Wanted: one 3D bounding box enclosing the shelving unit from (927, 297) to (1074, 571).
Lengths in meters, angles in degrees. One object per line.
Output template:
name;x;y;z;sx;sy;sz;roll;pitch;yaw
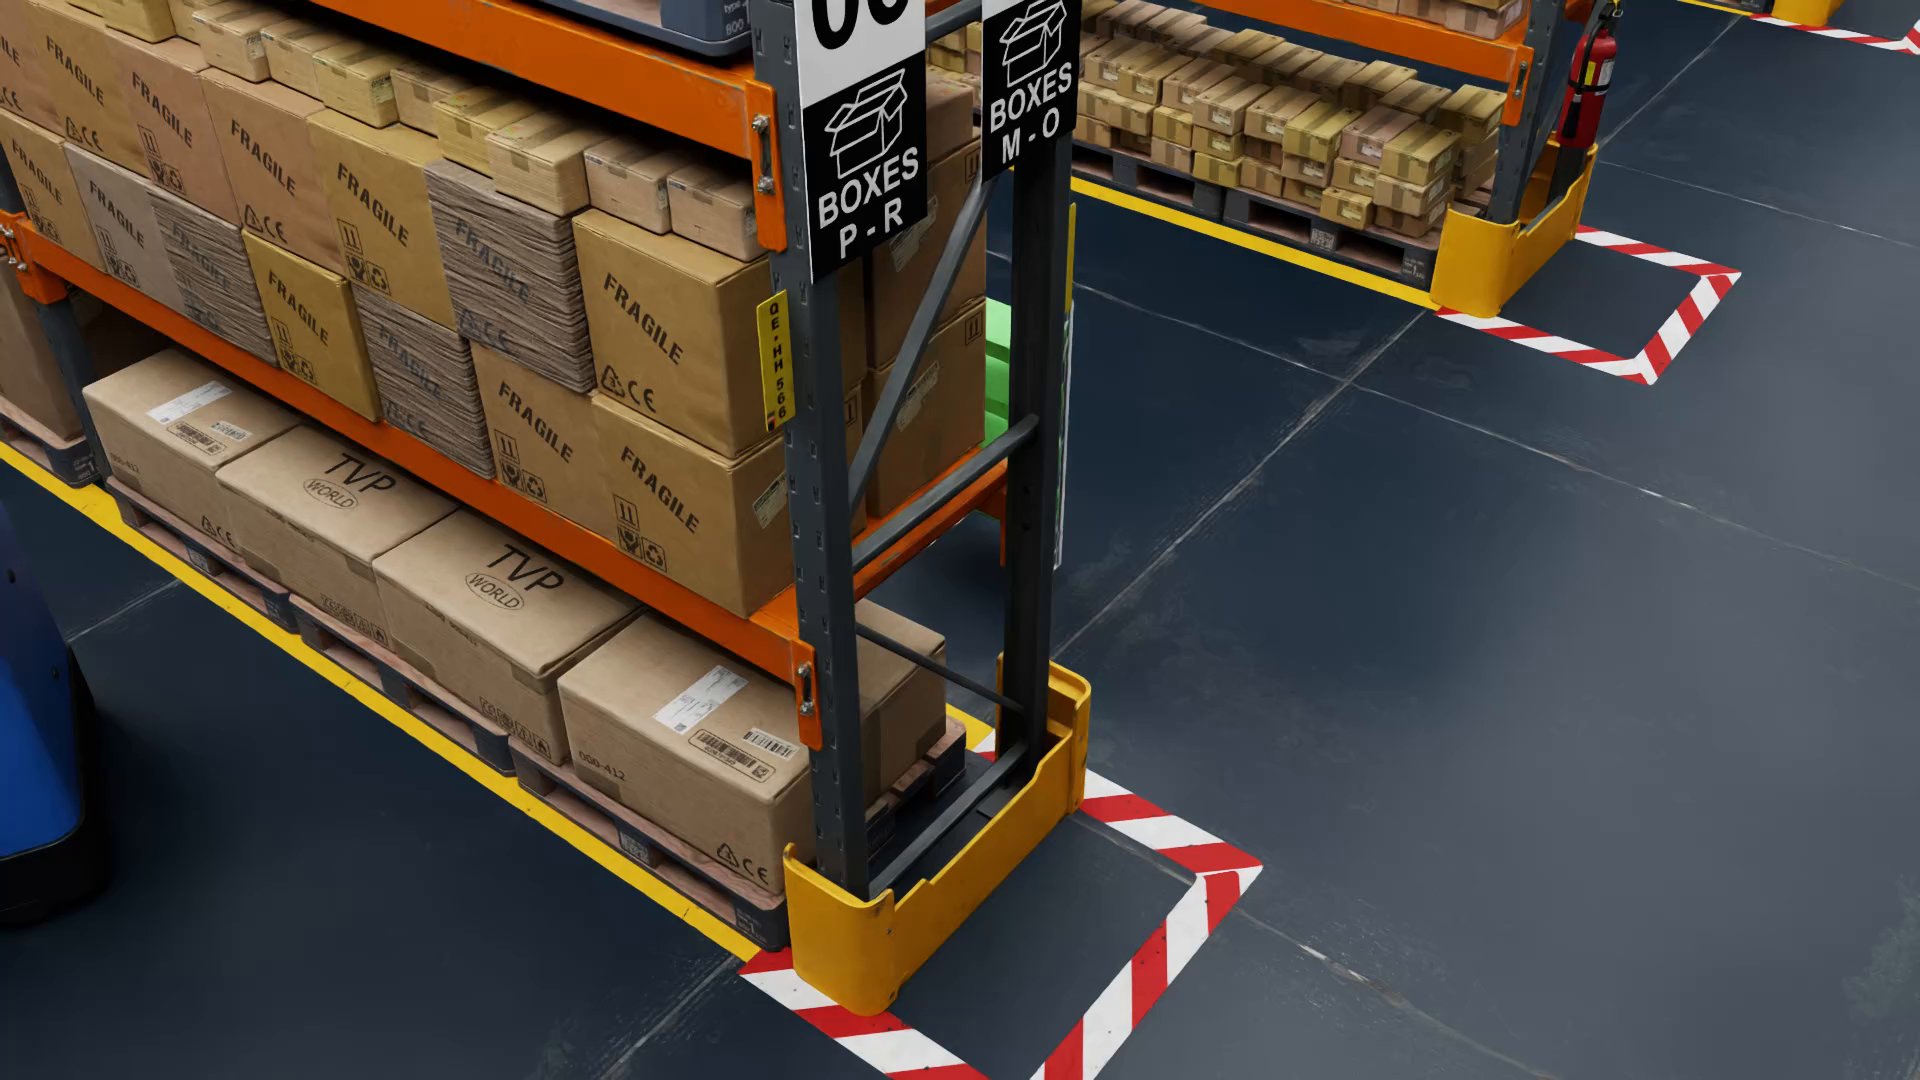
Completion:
shelving unit;0.131;-0.410;6.301;0.503;1.200;0.258;25;45;29

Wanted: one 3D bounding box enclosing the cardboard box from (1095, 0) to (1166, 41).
cardboard box;0.986;-2.980;9.612;0.250;0.149;0.380;23;44;27

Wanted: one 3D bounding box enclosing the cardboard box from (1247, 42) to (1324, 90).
cardboard box;1.777;-2.570;9.089;0.250;0.149;0.380;27;45;30

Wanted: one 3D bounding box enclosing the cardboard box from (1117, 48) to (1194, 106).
cardboard box;1.059;-2.515;9.019;0.250;0.149;0.380;25;45;29

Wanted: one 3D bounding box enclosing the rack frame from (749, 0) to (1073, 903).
rack frame;-0.064;-0.107;4.453;0.127;3.000;1.000;25;45;29

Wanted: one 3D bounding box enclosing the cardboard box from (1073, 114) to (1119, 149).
cardboard box;0.835;-2.349;9.290;0.250;0.149;0.380;24;44;27

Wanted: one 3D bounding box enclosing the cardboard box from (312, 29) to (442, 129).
cardboard box;-1.518;-1.283;4.536;0.250;0.149;0.380;26;45;30

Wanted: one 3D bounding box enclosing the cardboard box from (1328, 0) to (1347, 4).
cardboard box;1.832;-2.735;8.014;0.250;0.149;0.380;27;45;30

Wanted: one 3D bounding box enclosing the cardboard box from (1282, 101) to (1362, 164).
cardboard box;1.841;-2.077;8.458;0.250;0.149;0.380;24;44;28

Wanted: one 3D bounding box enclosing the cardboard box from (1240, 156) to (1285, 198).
cardboard box;1.691;-1.980;8.818;0.250;0.149;0.380;26;45;29

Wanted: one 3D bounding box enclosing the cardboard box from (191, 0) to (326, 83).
cardboard box;-1.950;-1.468;4.774;0.250;0.149;0.380;25;45;29

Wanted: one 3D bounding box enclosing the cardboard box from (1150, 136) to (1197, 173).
cardboard box;1.245;-2.157;9.044;0.250;0.149;0.380;26;45;29

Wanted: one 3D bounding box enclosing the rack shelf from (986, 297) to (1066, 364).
rack shelf;0.131;-0.738;6.044;0.480;0.148;0.258;25;45;29

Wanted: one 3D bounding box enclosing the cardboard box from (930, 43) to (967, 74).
cardboard box;0.035;-2.883;9.730;0.250;0.149;0.380;26;45;29

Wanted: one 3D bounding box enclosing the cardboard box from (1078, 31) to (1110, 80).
cardboard box;0.621;-2.688;9.240;0.250;0.149;0.380;26;45;29

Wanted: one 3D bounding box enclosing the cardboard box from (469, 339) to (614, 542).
cardboard box;-0.997;-0.392;4.737;0.500;0.500;0.500;24;44;28

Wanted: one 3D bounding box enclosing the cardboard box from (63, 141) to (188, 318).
cardboard box;-2.630;-1.150;5.704;0.500;0.500;0.500;26;45;29

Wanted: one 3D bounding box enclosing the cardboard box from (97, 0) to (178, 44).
cardboard box;-2.352;-1.648;5.003;0.250;0.149;0.380;24;44;27

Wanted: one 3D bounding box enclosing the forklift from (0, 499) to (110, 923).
forklift;-4.265;0.105;4.238;3.031;2.935;1.130;-16;41;-20

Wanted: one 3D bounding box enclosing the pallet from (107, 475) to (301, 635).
pallet;-2.685;-0.184;6.813;1.213;0.211;1.003;25;45;29

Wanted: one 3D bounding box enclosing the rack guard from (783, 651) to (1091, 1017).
rack guard;-0.045;0.887;5.212;0.348;0.500;1.175;25;45;29

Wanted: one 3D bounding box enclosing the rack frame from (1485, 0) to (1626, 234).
rack frame;2.863;-2.568;7.597;0.127;3.000;1.000;25;45;29

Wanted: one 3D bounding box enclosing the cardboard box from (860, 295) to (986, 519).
cardboard box;-0.271;-0.466;4.831;0.500;0.500;0.500;25;44;28

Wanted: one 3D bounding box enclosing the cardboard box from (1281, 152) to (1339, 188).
cardboard box;1.857;-1.980;8.576;0.250;0.149;0.380;23;44;27

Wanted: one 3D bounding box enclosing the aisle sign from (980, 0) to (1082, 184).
aisle sign;0.169;-1.245;3.799;0.004;0.787;0.394;25;45;29

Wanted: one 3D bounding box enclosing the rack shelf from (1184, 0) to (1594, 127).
rack shelf;1.275;-3.034;8.776;4.000;0.370;1.077;25;45;29

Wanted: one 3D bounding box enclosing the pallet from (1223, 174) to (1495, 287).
pallet;2.179;-1.820;8.904;1.213;0.211;1.003;25;45;29

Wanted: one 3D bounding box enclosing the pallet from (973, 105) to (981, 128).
pallet;0.241;-2.734;10.071;1.213;0.211;1.003;25;45;29

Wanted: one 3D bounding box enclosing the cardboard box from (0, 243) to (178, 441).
cardboard box;-3.782;-1.127;7.138;0.875;0.875;0.875;27;45;30

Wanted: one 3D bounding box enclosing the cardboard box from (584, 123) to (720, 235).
cardboard box;-0.687;-0.915;4.067;0.250;0.149;0.380;26;45;29

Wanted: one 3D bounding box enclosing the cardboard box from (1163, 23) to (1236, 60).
cardboard box;1.338;-2.738;9.304;0.250;0.149;0.380;25;45;29

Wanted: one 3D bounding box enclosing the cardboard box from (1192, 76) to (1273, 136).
cardboard box;1.427;-2.278;8.716;0.250;0.149;0.380;27;45;30

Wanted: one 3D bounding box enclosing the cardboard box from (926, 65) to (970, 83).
cardboard box;-0.009;-2.716;9.758;0.250;0.149;0.380;27;45;30

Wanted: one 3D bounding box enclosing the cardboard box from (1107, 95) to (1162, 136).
cardboard box;1.010;-2.362;9.065;0.250;0.149;0.380;26;45;29

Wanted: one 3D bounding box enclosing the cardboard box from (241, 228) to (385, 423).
cardboard box;-1.830;-0.767;5.216;0.500;0.500;0.500;27;45;30

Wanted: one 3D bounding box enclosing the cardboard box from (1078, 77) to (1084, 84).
cardboard box;0.667;-2.592;9.359;0.250;0.149;0.380;27;46;30

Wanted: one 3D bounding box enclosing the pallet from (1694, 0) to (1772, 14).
pallet;5.274;-4.122;11.844;1.213;0.211;1.003;25;45;29

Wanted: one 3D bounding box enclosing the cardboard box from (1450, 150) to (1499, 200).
cardboard box;2.641;-1.964;8.797;0.250;0.149;0.380;26;45;29

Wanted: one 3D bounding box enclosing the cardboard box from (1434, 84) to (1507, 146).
cardboard box;2.653;-2.208;8.626;0.250;0.149;0.380;23;44;27

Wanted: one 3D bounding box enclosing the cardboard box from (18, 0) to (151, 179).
cardboard box;-2.613;-1.549;5.403;0.500;0.500;0.500;25;44;28

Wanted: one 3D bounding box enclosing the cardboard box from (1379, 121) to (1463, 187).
cardboard box;2.289;-1.920;8.258;0.250;0.149;0.380;26;45;29

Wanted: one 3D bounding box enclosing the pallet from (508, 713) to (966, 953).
pallet;-0.747;0.730;5.646;1.213;0.211;1.003;25;45;29

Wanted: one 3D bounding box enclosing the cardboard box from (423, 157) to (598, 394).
cardboard box;-1.024;-0.785;4.427;0.500;0.500;0.500;25;45;29

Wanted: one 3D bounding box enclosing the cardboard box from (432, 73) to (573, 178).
cardboard box;-1.118;-1.085;4.284;0.250;0.149;0.380;26;45;30

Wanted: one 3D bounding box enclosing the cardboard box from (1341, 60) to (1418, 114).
cardboard box;2.239;-2.409;8.884;0.250;0.149;0.380;25;45;28

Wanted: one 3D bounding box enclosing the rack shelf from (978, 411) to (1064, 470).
rack shelf;0.131;-0.360;6.340;0.480;0.148;0.258;25;45;29

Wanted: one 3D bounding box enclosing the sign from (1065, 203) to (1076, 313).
sign;0.278;-0.748;4.506;0.005;0.325;0.100;25;45;29

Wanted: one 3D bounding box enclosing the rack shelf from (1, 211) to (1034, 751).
rack shelf;-1.653;-0.572;5.631;4.000;0.370;1.077;25;45;29

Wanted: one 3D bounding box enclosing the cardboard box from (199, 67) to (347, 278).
cardboard box;-1.814;-1.161;4.908;0.500;0.500;0.500;25;44;28

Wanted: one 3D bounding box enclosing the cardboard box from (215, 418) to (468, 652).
cardboard box;-2.096;-0.139;6.231;0.875;0.438;0.875;24;44;27

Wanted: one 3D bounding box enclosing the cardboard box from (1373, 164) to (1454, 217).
cardboard box;2.270;-1.786;8.329;0.250;0.149;0.380;24;44;27

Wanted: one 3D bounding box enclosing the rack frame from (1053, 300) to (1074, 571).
rack frame;0.325;-0.319;6.184;0.015;1.200;0.240;25;45;29

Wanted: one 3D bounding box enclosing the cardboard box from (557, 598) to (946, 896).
cardboard box;-0.649;0.539;5.367;0.875;0.438;0.875;24;44;27

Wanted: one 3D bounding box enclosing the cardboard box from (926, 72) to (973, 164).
cardboard box;-0.178;-1.064;4.257;0.250;0.149;0.380;26;45;29

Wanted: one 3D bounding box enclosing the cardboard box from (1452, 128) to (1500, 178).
cardboard box;2.603;-2.050;8.666;0.250;0.149;0.380;27;46;30

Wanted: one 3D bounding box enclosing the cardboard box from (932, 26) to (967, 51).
cardboard box;0.016;-2.981;9.613;0.250;0.149;0.380;28;46;31

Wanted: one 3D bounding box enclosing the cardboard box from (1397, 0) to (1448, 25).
cardboard box;2.258;-2.565;7.796;0.250;0.149;0.380;25;45;29

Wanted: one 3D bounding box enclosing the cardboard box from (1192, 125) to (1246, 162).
cardboard box;1.437;-2.168;8.816;0.250;0.149;0.380;26;45;29

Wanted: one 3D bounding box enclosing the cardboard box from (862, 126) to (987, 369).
cardboard box;-0.272;-0.859;4.522;0.500;0.500;0.500;24;44;28

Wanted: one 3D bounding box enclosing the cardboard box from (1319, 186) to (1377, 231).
cardboard box;2.052;-1.753;8.528;0.250;0.149;0.380;27;45;30
